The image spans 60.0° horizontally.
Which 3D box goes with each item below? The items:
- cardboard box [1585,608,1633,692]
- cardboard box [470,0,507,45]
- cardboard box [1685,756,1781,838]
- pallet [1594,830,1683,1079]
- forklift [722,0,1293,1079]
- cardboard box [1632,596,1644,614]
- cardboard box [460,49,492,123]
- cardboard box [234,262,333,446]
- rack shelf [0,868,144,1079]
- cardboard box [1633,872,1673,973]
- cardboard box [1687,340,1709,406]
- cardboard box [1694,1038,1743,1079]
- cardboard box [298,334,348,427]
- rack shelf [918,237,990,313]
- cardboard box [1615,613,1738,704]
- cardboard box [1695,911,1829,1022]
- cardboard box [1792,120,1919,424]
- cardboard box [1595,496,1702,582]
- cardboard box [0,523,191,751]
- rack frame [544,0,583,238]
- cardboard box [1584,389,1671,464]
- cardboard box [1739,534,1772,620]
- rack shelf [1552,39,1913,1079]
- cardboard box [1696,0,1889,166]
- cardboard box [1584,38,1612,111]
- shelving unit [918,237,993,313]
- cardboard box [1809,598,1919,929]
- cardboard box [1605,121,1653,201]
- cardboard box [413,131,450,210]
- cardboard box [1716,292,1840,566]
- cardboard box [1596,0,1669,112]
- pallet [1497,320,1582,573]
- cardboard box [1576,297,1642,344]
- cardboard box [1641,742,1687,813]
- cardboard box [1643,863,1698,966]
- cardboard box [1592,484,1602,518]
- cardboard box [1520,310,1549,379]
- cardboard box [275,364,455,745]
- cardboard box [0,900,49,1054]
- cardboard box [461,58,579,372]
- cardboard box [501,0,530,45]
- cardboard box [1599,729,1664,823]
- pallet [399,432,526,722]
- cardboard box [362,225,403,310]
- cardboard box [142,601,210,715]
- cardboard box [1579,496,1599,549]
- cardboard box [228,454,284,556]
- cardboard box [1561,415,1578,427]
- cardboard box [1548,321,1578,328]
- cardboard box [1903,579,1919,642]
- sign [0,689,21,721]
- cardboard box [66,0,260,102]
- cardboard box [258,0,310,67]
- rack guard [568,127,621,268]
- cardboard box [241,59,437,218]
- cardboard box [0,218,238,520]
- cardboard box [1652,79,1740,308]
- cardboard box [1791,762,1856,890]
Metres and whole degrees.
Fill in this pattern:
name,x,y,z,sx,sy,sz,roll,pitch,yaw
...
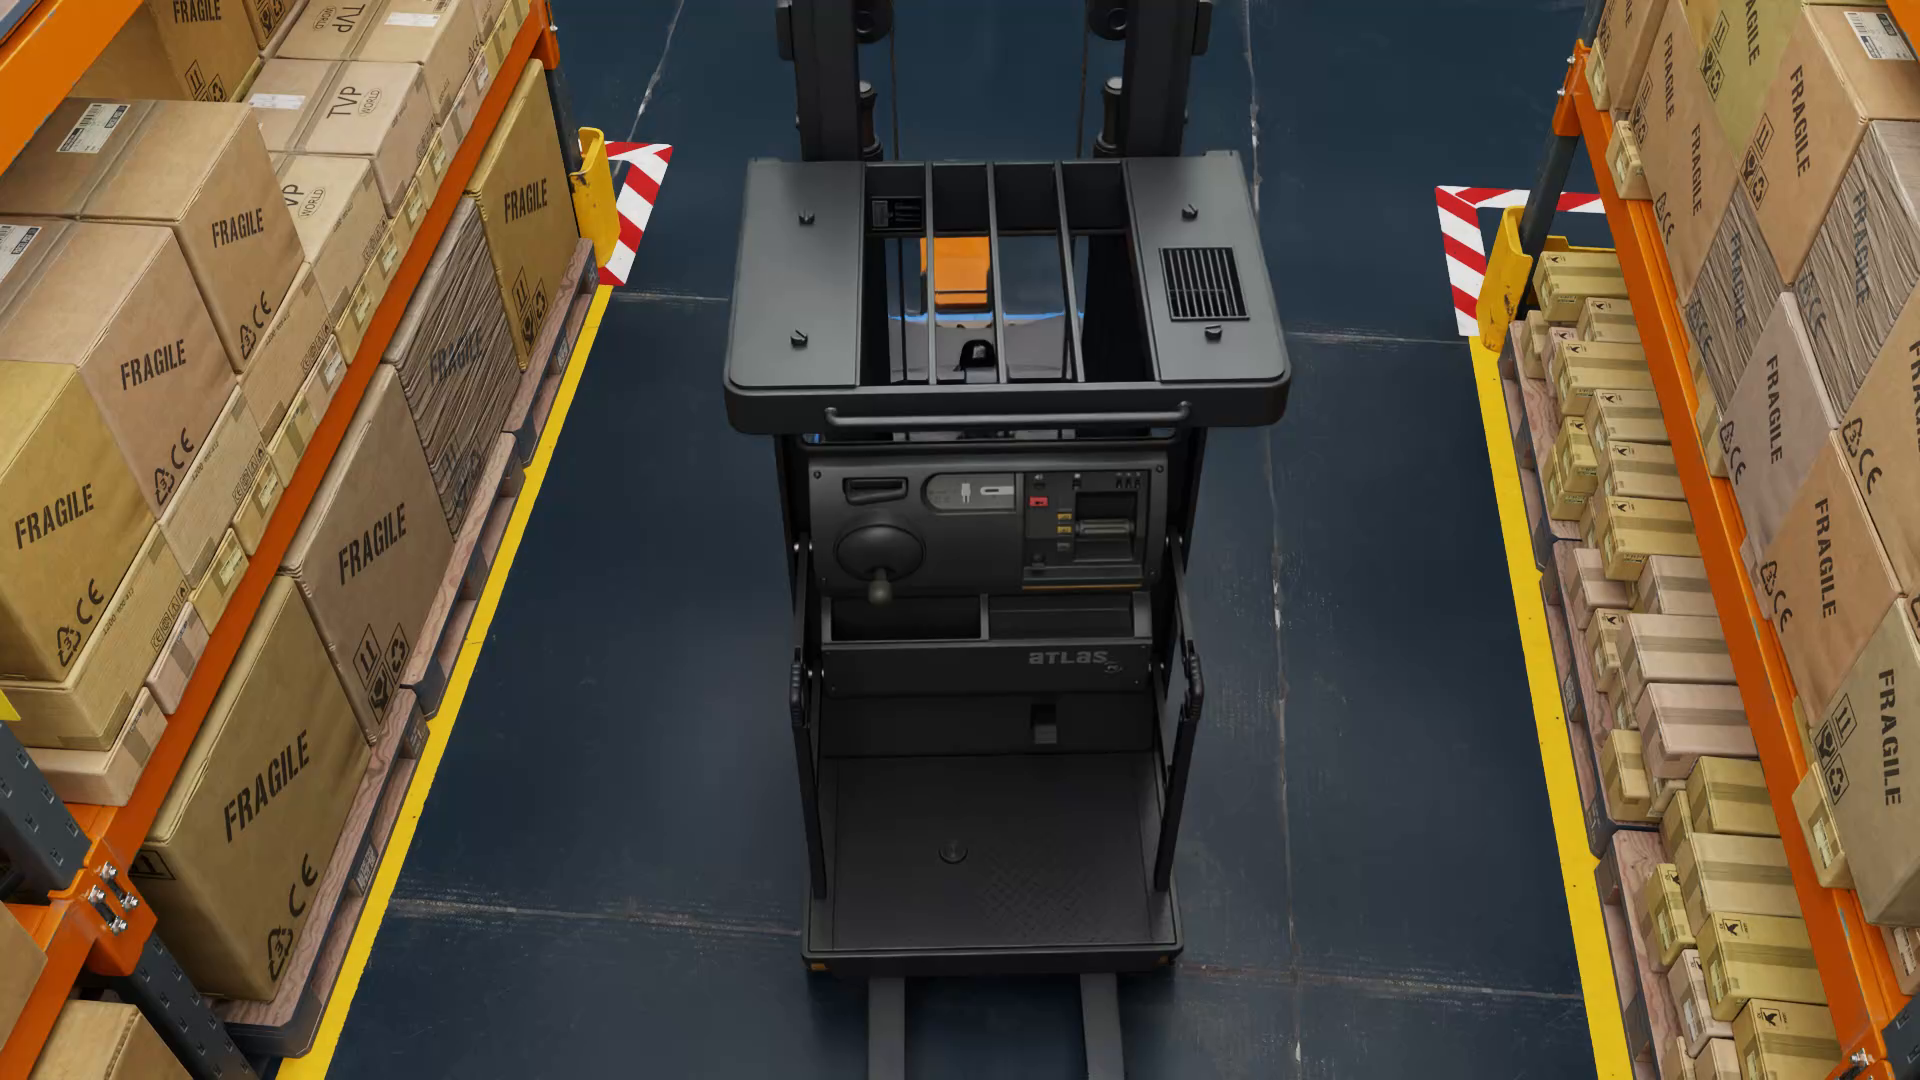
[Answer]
name,x,y,z,sx,sy,sz,roll,pitch,yaw
cardboard box,2.305,0.377,5.520,0.380,0.149,0.250,4,48,4
cardboard box,-1.911,-2.028,5.972,0.500,0.250,0.500,3,48,3
cardboard box,2.309,0.776,4.751,0.380,0.149,0.250,5,48,5
pallet,2.461,1.440,4.790,1.003,0.211,1.213,4,48,4
forklift,0.082,0.069,4.200,1.130,2.935,3.031,-1,48,-1
cardboard box,2.402,0.309,5.380,0.380,0.149,0.250,6,48,5
cardboard box,-1.881,-1.607,5.857,0.380,0.149,0.250,4,48,4
cardboard box,-2.100,-0.537,4.608,0.500,0.250,0.500,5,48,4
rack shelf,-2.678,2.300,2.602,1.077,0.370,4.000,4,48,4
cardboard box,2.198,1.120,4.840,0.380,0.149,0.250,2,48,2
cardboard box,2.352,-0.494,4.839,0.380,0.149,0.250,5,48,5
cardboard box,2.147,1.462,4.326,0.380,0.149,0.250,5,48,4
cardboard box,-2.020,-0.476,4.823,0.380,0.149,0.250,4,48,4
rack shelf,-0.016,-0.919,5.745,0.258,0.148,0.480,-1,48,-1
cardboard box,2.254,0.372,5.121,0.380,0.149,0.250,2,48,2
cardboard box,2.192,1.145,4.414,0.380,0.149,0.250,4,48,4
cardboard box,2.311,-0.596,3.815,0.500,0.500,0.500,5,48,5
cardboard box,2.313,0.006,5.456,0.380,0.149,0.250,5,48,4
cardboard box,-2.192,0.210,3.926,0.500,0.250,0.500,3,48,3
rack frame,-2.131,-2.352,6.369,1.000,3.000,0.127,4,48,4
cardboard box,2.417,-0.388,5.816,0.380,0.149,0.250,2,48,2
cardboard box,2.270,0.076,4.318,0.380,0.149,0.250,2,48,2
rack shelf,2.617,-0.232,4.917,1.077,0.370,4.000,4,48,4
cardboard box,2.385,-1.352,4.507,0.500,0.500,0.500,3,48,3
cardboard box,2.443,-1.644,5.891,0.380,0.149,0.250,4,48,3
shelving unit,-0.016,-0.654,6.035,0.258,1.200,0.503,-1,48,-1
cardboard box,2.198,0.486,3.503,0.500,0.500,0.500,4,48,4
cardboard box,2.384,-1.260,5.540,0.380,0.149,0.250,3,48,2
cardboard box,-1.927,-1.233,5.515,0.380,0.149,0.250,3,48,3
cardboard box,2.293,-0.261,4.186,0.500,0.500,0.500,4,48,3
cardboard box,2.483,-1.767,5.564,0.500,0.500,0.500,6,48,5
pallet,2.683,-0.353,6.430,1.003,0.211,1.213,4,48,4
cardboard box,2.508,-0.752,6.149,0.380,0.149,0.250,5,48,4
cardboard box,2.290,0.698,5.025,0.380,0.149,0.250,5,48,4
cardboard box,2.166,1.064,4.690,0.380,0.149,0.250,2,48,2
cardboard box,2.420,-0.091,5.746,0.380,0.149,0.250,2,48,2
cardboard box,2.433,-0.761,6.560,0.380,0.149,0.250,5,48,4
cardboard box,-2.273,0.021,5.353,0.875,0.875,0.875,4,48,4
cardboard box,-2.266,0.915,3.312,0.500,0.500,0.500,4,48,4
cardboard box,-2.109,-1.301,6.563,0.875,0.875,0.875,4,48,4
cardboard box,-1.835,-1.984,6.202,0.380,0.149,0.250,5,48,4
cardboard box,2.225,0.744,5.184,0.380,0.149,0.250,4,48,3
pallet,-2.239,0.076,6.038,1.003,0.211,1.213,4,48,4
cardboard box,-1.975,-0.860,5.174,0.380,0.149,0.250,5,48,4
cardboard box,-2.113,0.284,4.128,0.380,0.149,0.250,2,48,2
cardboard box,2.414,-0.005,5.870,0.380,0.149,0.250,4,48,4
cardboard box,-2.068,-0.103,4.482,0.380,0.149,0.250,3,48,2
cardboard box,2.475,-0.380,6.212,0.380,0.149,0.250,4,48,4
cardboard box,2.496,-0.857,6.447,0.380,0.149,0.250,6,48,5
cardboard box,2.208,0.160,3.124,0.500,0.500,0.500,2,48,2
sign,-1.954,0.252,3.255,0.100,0.325,0.005,4,48,4
cardboard box,-2.530,-1.572,5.047,0.500,0.500,0.500,3,48,2
cardboard box,-2.484,-1.685,5.658,0.500,0.250,0.500,3,48,3
rack guard,-2.129,-1.526,7.307,1.175,0.500,0.348,4,48,4
cardboard box,-2.004,-1.281,5.289,0.500,0.250,0.500,2,48,2
cardboard box,-2.144,-0.412,3.986,0.500,0.500,0.500,4,48,4
cardboard box,2.403,-1.013,4.875,0.500,0.500,0.500,4,48,4
cardboard box,2.143,0.657,3.786,0.380,0.149,0.250,3,48,2
